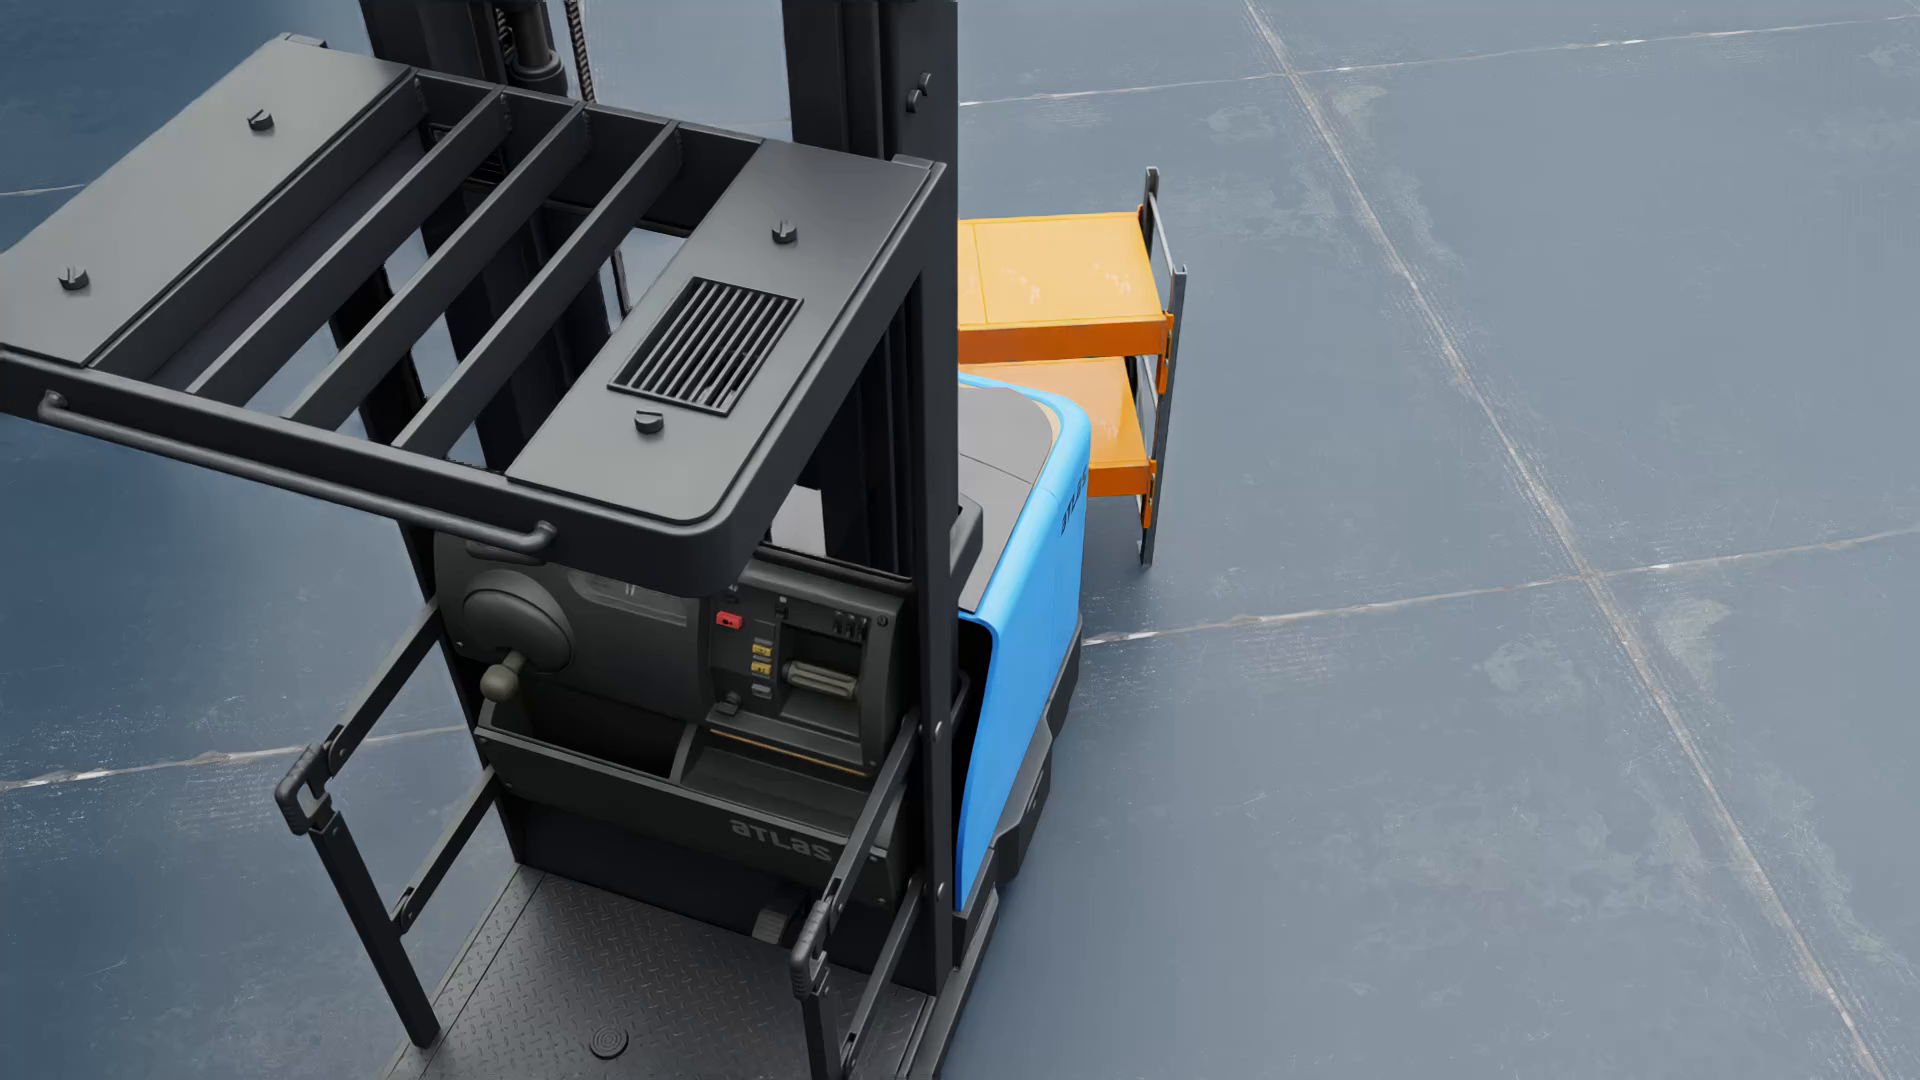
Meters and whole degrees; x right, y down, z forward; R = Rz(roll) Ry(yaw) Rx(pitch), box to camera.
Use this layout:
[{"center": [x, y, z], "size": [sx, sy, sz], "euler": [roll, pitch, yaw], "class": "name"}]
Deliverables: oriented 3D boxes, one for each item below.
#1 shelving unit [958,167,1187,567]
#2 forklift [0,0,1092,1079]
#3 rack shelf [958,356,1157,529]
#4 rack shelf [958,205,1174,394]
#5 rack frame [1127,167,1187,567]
[{"center": [0.055, -0.457, 4.910], "size": [1.048, 1.125, 0.538], "euler": [-3, 46, -3], "class": "shelving unit"}, {"center": [-0.629, 0.272, 2.953], "size": [1.130, 2.935, 3.031], "euler": [14, 48, 13], "class": "forklift"}, {"center": [0.055, -0.288, 5.086], "size": [1.000, 0.278, 0.538], "euler": [-3, 46, -3], "class": "rack shelf"}, {"center": [0.055, -0.660, 4.699], "size": [1.000, 0.278, 0.538], "euler": [-3, 46, -3], "class": "rack shelf"}, {"center": [0.562, -0.486, 4.937], "size": [0.032, 1.125, 0.500], "euler": [-3, 46, -3], "class": "rack frame"}]
